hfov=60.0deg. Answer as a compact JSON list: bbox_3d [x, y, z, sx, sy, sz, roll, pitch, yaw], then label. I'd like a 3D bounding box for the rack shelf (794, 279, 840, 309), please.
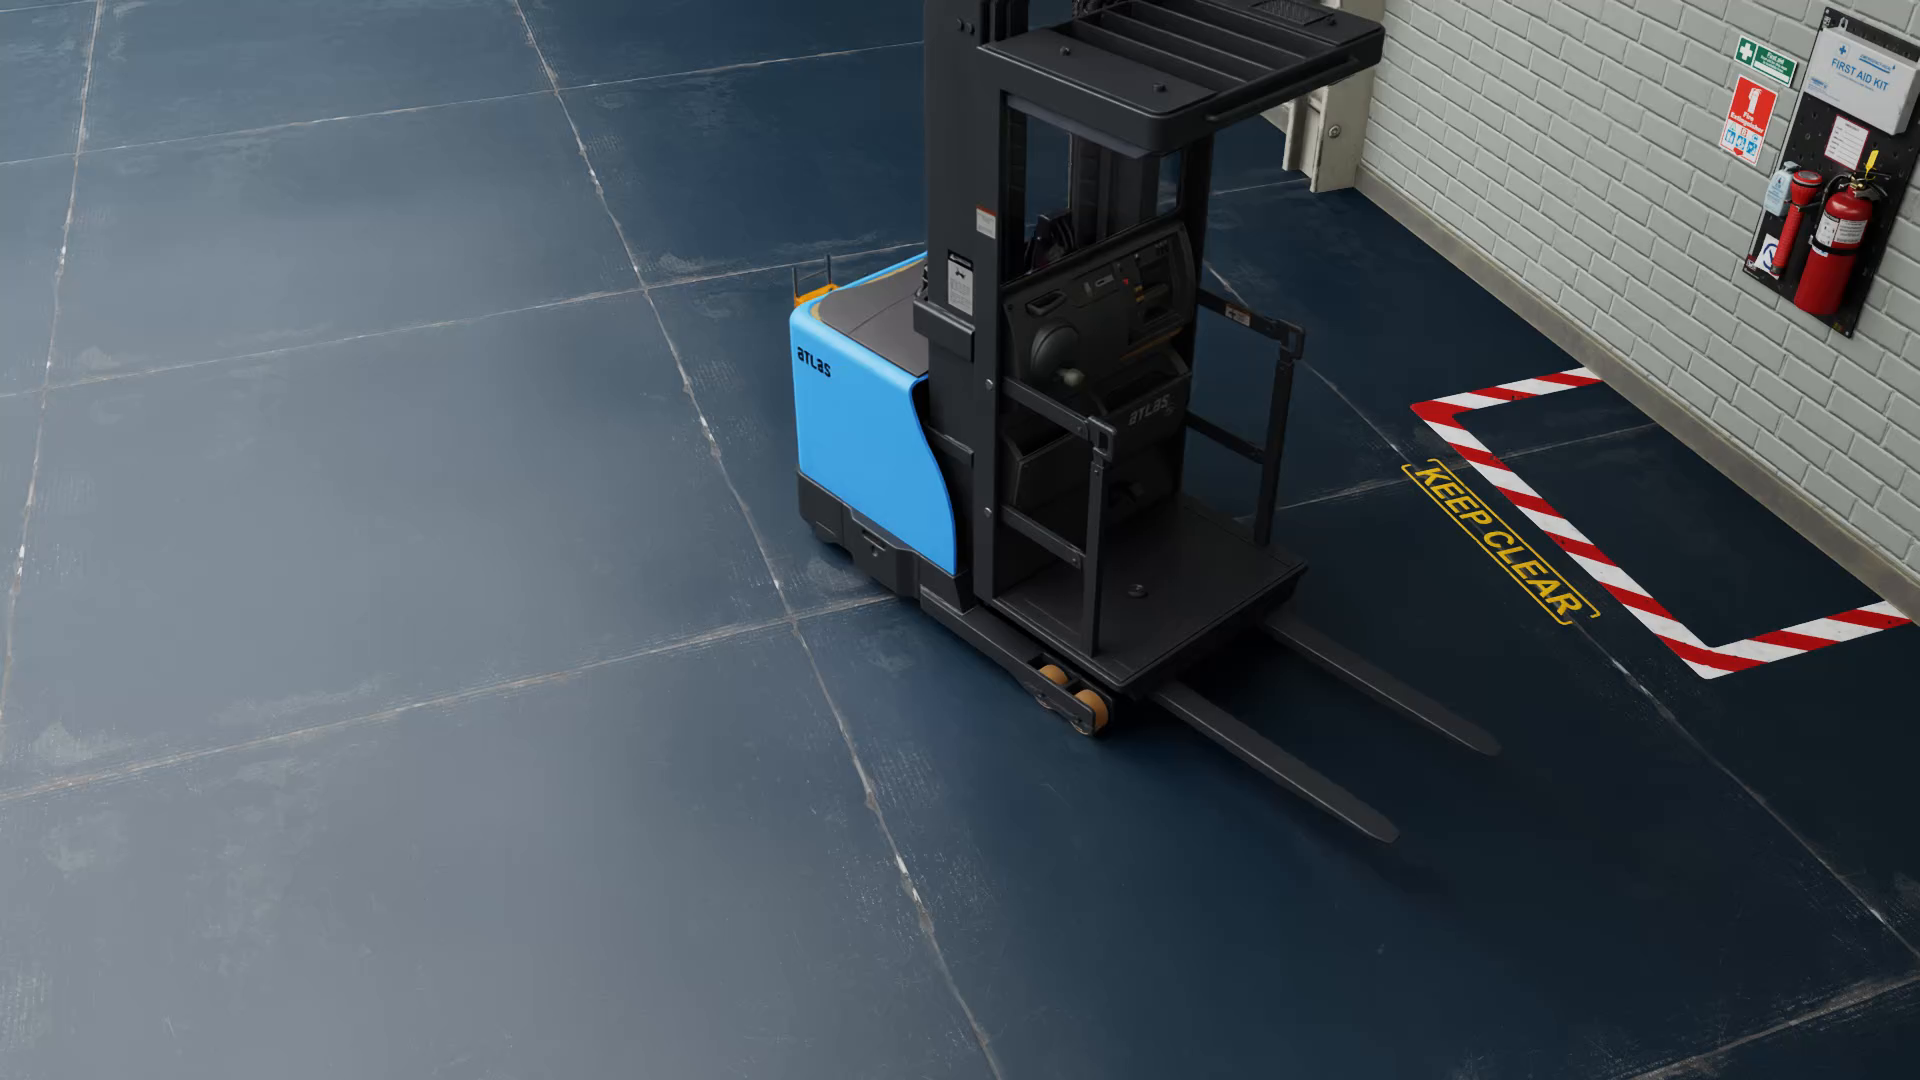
[{"bbox_3d":[-0.551,-0.933,7.162,0.215,0.259,0.240,-29,46,-33],"label":"rack shelf"}]

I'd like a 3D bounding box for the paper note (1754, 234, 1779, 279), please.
[{"bbox_3d":[3.465,-1.209,7.095,0.016,0.148,0.142,-12,39,-16],"label":"paper note"}]

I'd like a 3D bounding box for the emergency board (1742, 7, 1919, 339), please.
[{"bbox_3d":[3.461,-1.447,6.678,0.194,1.169,0.643,-12,39,-16],"label":"emergency board"}]

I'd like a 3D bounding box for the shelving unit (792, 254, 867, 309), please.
[{"bbox_3d":[-0.551,-0.715,7.326,0.215,1.050,0.252,-29,46,-33],"label":"shelving unit"}]

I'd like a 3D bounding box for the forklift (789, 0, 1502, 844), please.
[{"bbox_3d":[0.658,-0.788,5.860,1.130,2.935,3.031,-29,46,-33],"label":"forklift"}]

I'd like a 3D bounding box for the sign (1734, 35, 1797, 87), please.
[{"bbox_3d":[3.361,-2.002,6.945,0.001,0.109,0.331,-12,39,-16],"label":"sign"}]

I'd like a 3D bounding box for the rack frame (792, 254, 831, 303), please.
[{"bbox_3d":[-0.634,-0.769,7.398,0.200,1.050,0.008,-29,46,-33],"label":"rack frame"}]

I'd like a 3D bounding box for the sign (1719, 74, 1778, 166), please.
[{"bbox_3d":[3.368,-1.795,7.110,0.001,0.329,0.234,-12,39,-16],"label":"sign"}]

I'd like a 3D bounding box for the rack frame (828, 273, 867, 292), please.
[{"bbox_3d":[-0.469,-0.661,7.255,0.200,1.050,0.008,-29,46,-33],"label":"rack frame"}]

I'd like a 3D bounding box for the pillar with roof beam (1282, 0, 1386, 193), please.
[{"bbox_3d":[-1.831,-4.937,6.326,9.100,9.000,0.400,-12,39,-16],"label":"pillar with roof beam"}]
